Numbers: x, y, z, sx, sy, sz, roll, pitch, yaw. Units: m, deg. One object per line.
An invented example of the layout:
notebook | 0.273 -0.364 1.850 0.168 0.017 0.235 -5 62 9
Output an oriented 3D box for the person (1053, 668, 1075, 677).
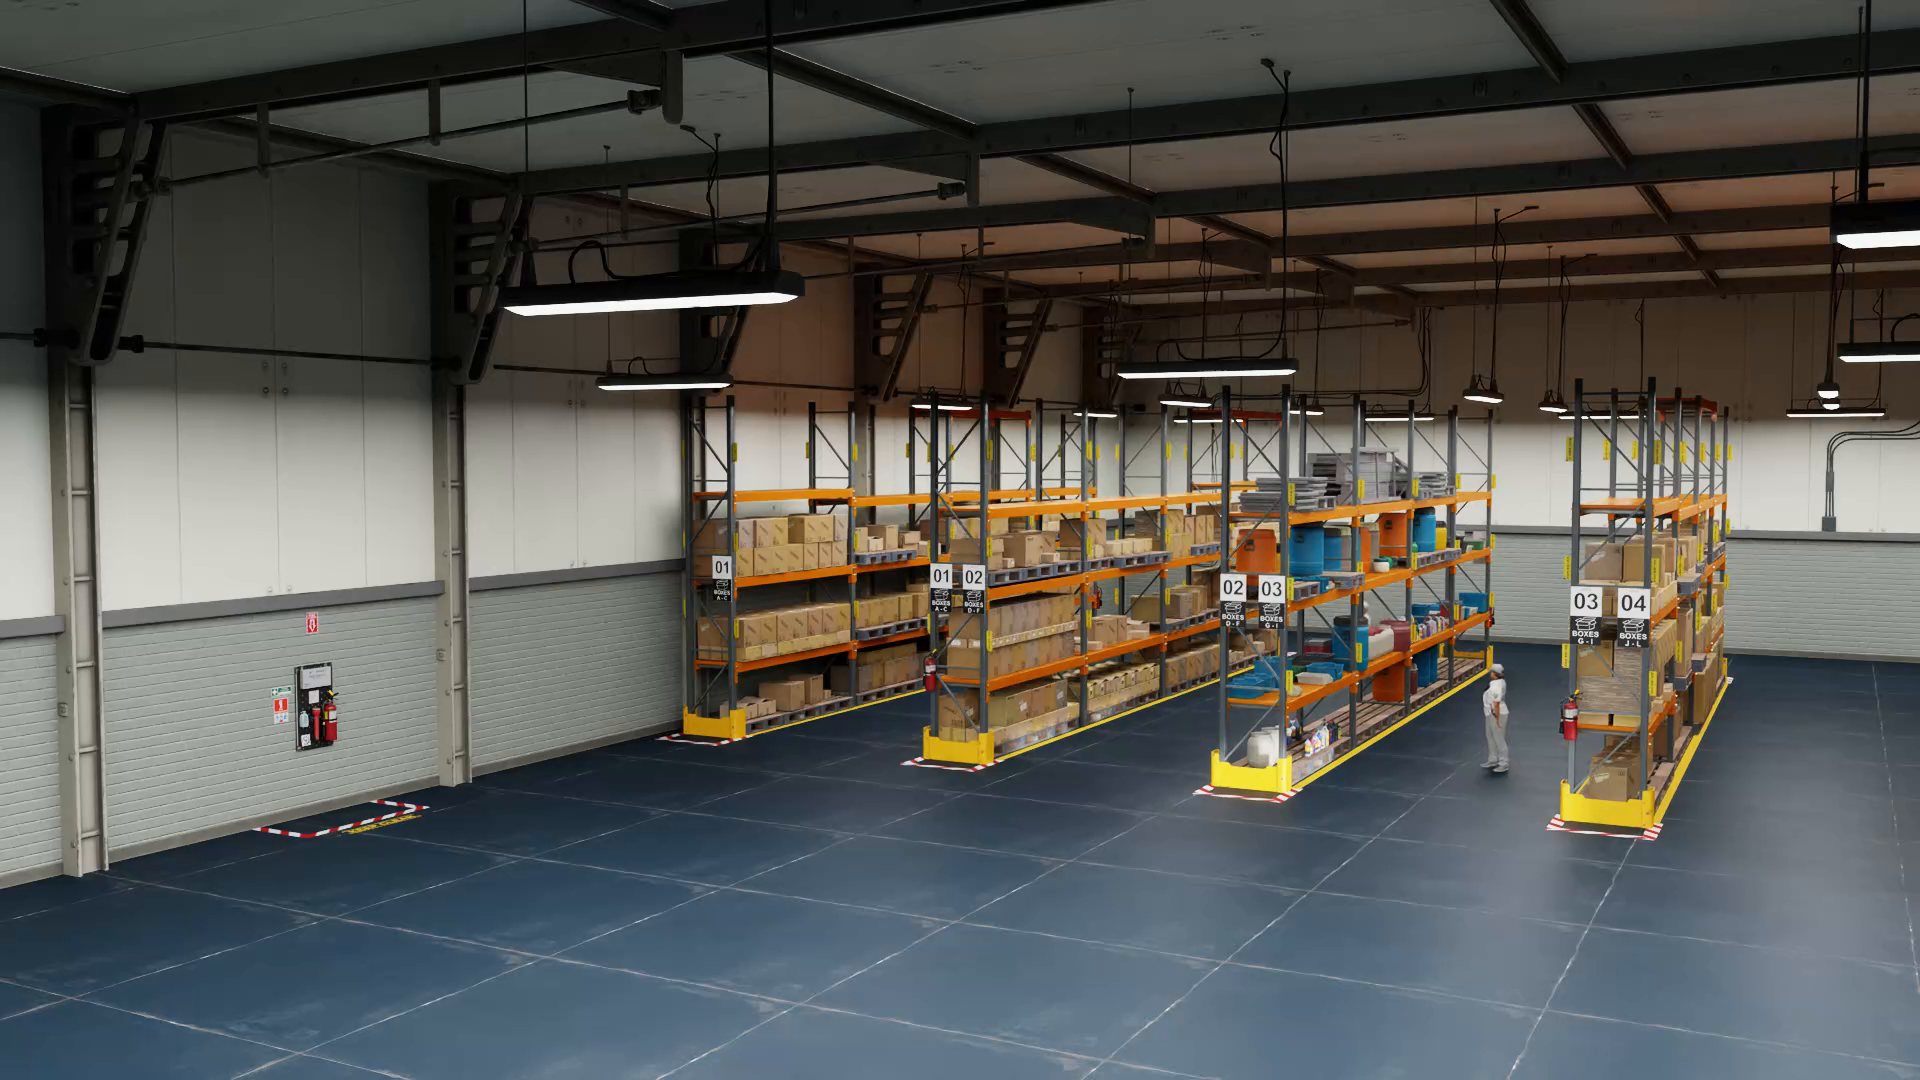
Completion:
person | 2.174 2.276 34.858 0.778 1.756 0.585 -2 3 -28

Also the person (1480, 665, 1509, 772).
person | 8.418 2.789 26.190 0.441 1.680 0.641 1 3 14

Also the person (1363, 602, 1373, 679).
person | 8.705 2.212 36.222 1.022 1.739 0.502 -2 4 -38
